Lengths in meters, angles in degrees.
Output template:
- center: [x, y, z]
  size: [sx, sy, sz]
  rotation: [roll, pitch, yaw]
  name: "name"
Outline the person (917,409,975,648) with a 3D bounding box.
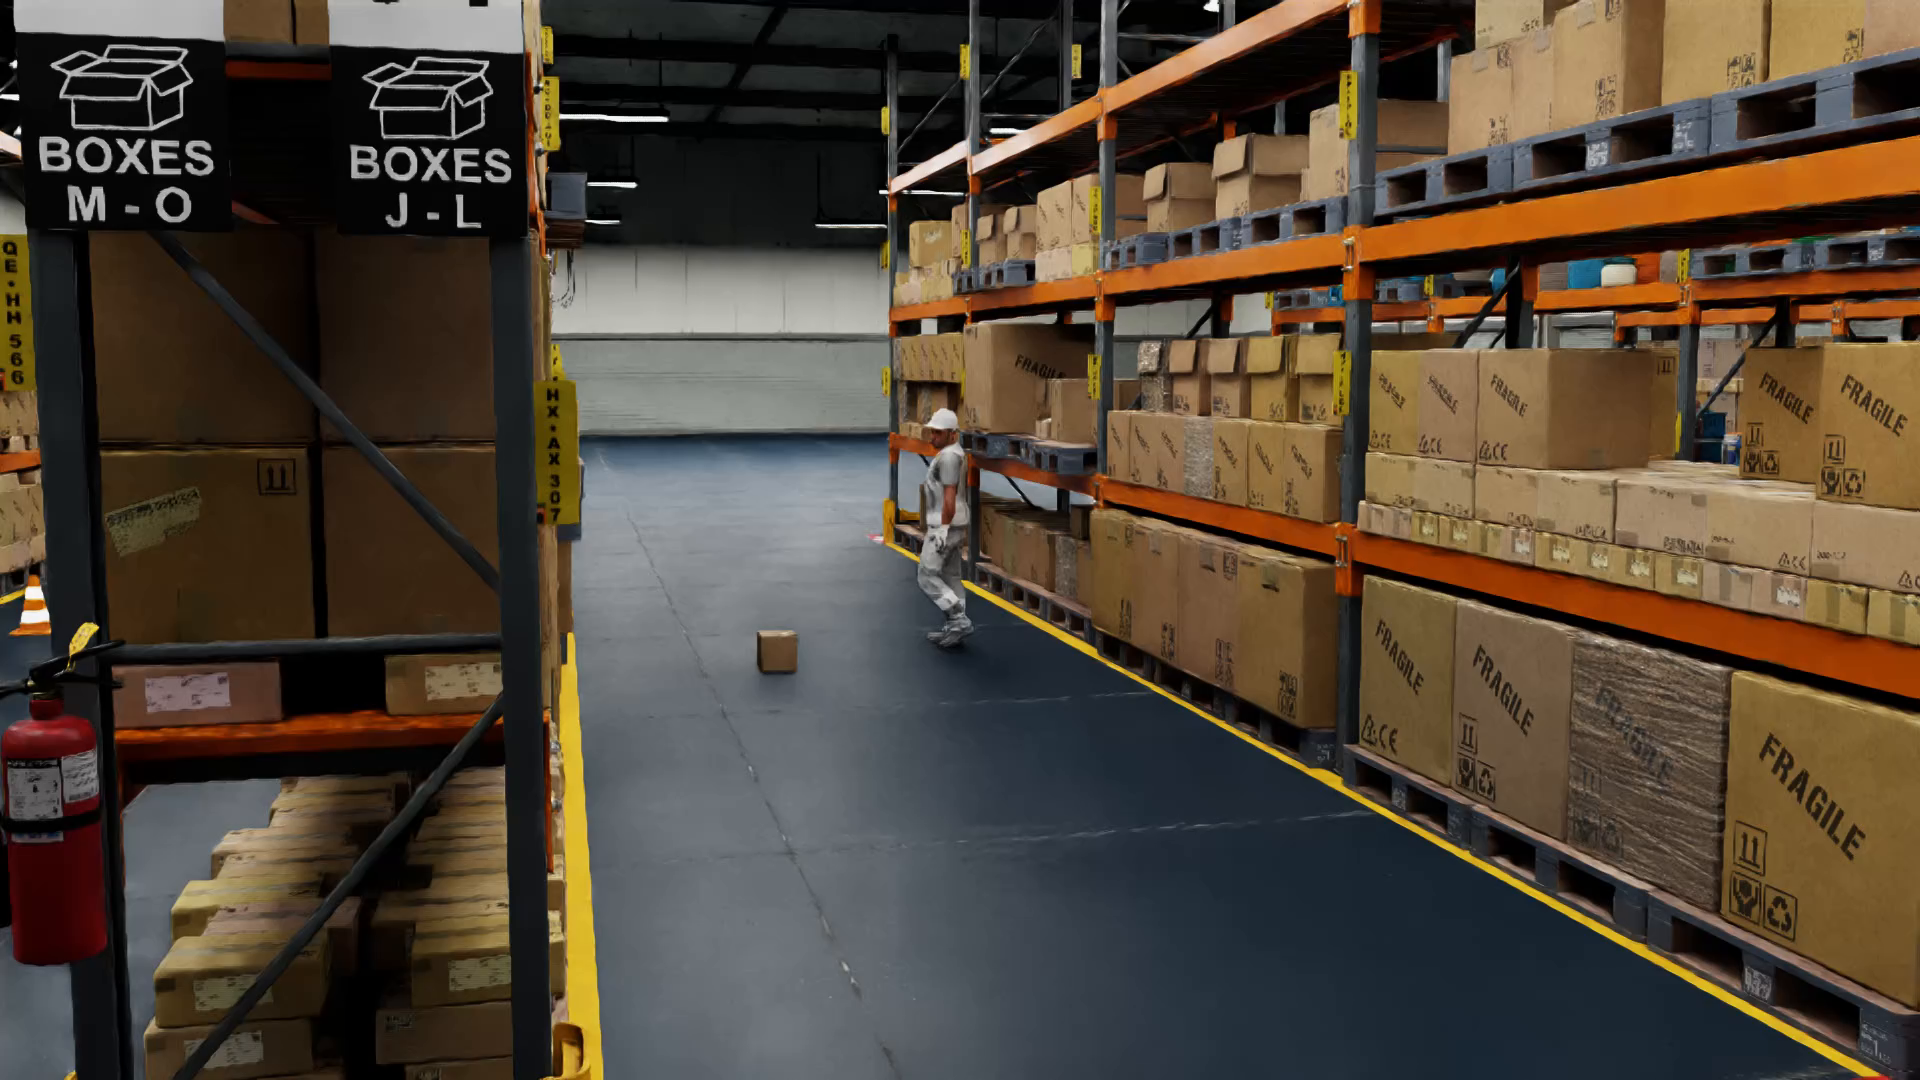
- center: [-0.081, -0.086, 12.453]
  size: [0.430, 1.789, 0.594]
  rotation: [1, 6, 10]
  name: "person"
